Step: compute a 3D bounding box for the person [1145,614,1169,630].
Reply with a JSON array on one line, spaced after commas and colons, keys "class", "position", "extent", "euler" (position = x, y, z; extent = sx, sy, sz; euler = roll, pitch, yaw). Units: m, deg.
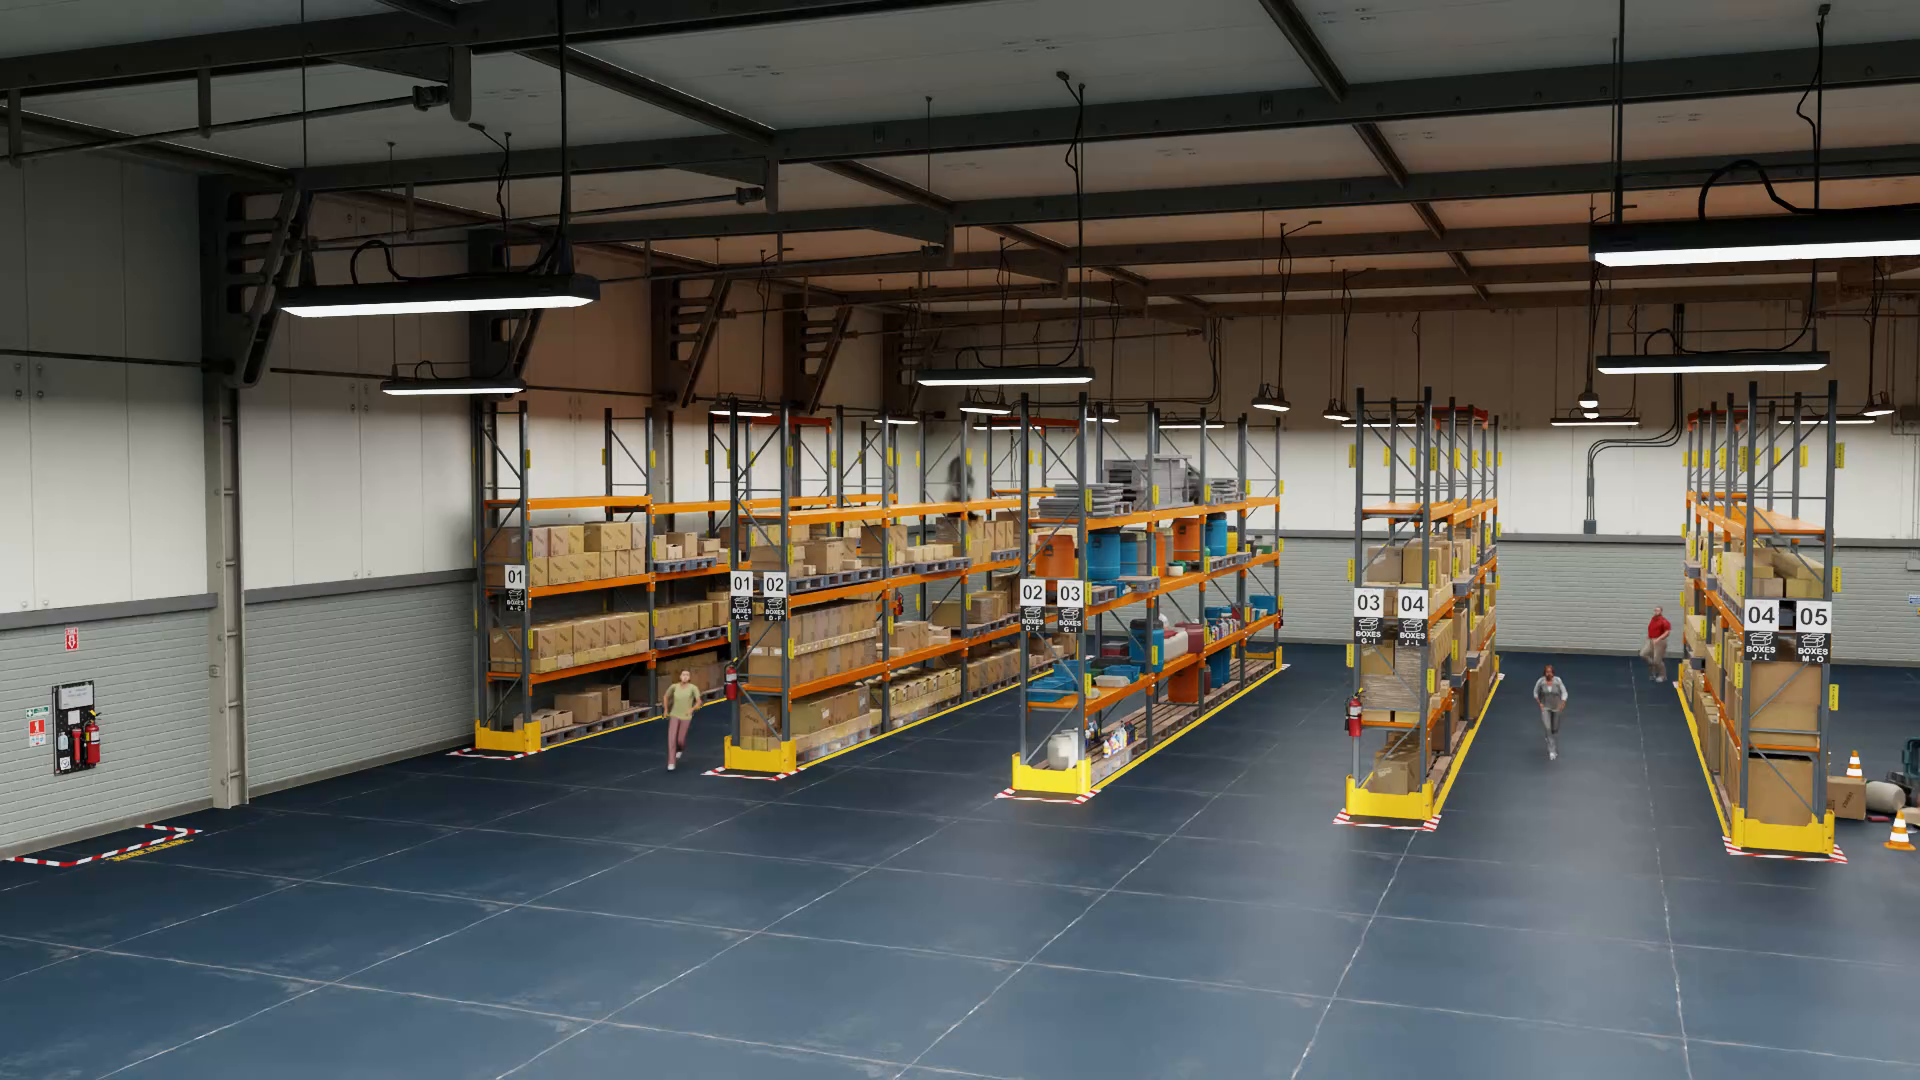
[{"class": "person", "position": [4.478, 2.312, 37.804], "extent": [0.654, 1.800, 0.953], "euler": [1, 3, 22]}]

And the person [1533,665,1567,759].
[{"class": "person", "position": [9.965, 2.877, 28.106], "extent": [0.550, 1.578, 0.791], "euler": [1, 3, 15]}]

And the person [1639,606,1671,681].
[{"class": "person", "position": [15.663, 2.334, 37.439], "extent": [0.592, 1.696, 0.684], "euler": [-1, 3, -17]}]

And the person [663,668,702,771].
[{"class": "person", "position": [-4.499, 2.882, 26.944], "extent": [0.619, 1.616, 0.792], "euler": [0, 3, 0]}]
